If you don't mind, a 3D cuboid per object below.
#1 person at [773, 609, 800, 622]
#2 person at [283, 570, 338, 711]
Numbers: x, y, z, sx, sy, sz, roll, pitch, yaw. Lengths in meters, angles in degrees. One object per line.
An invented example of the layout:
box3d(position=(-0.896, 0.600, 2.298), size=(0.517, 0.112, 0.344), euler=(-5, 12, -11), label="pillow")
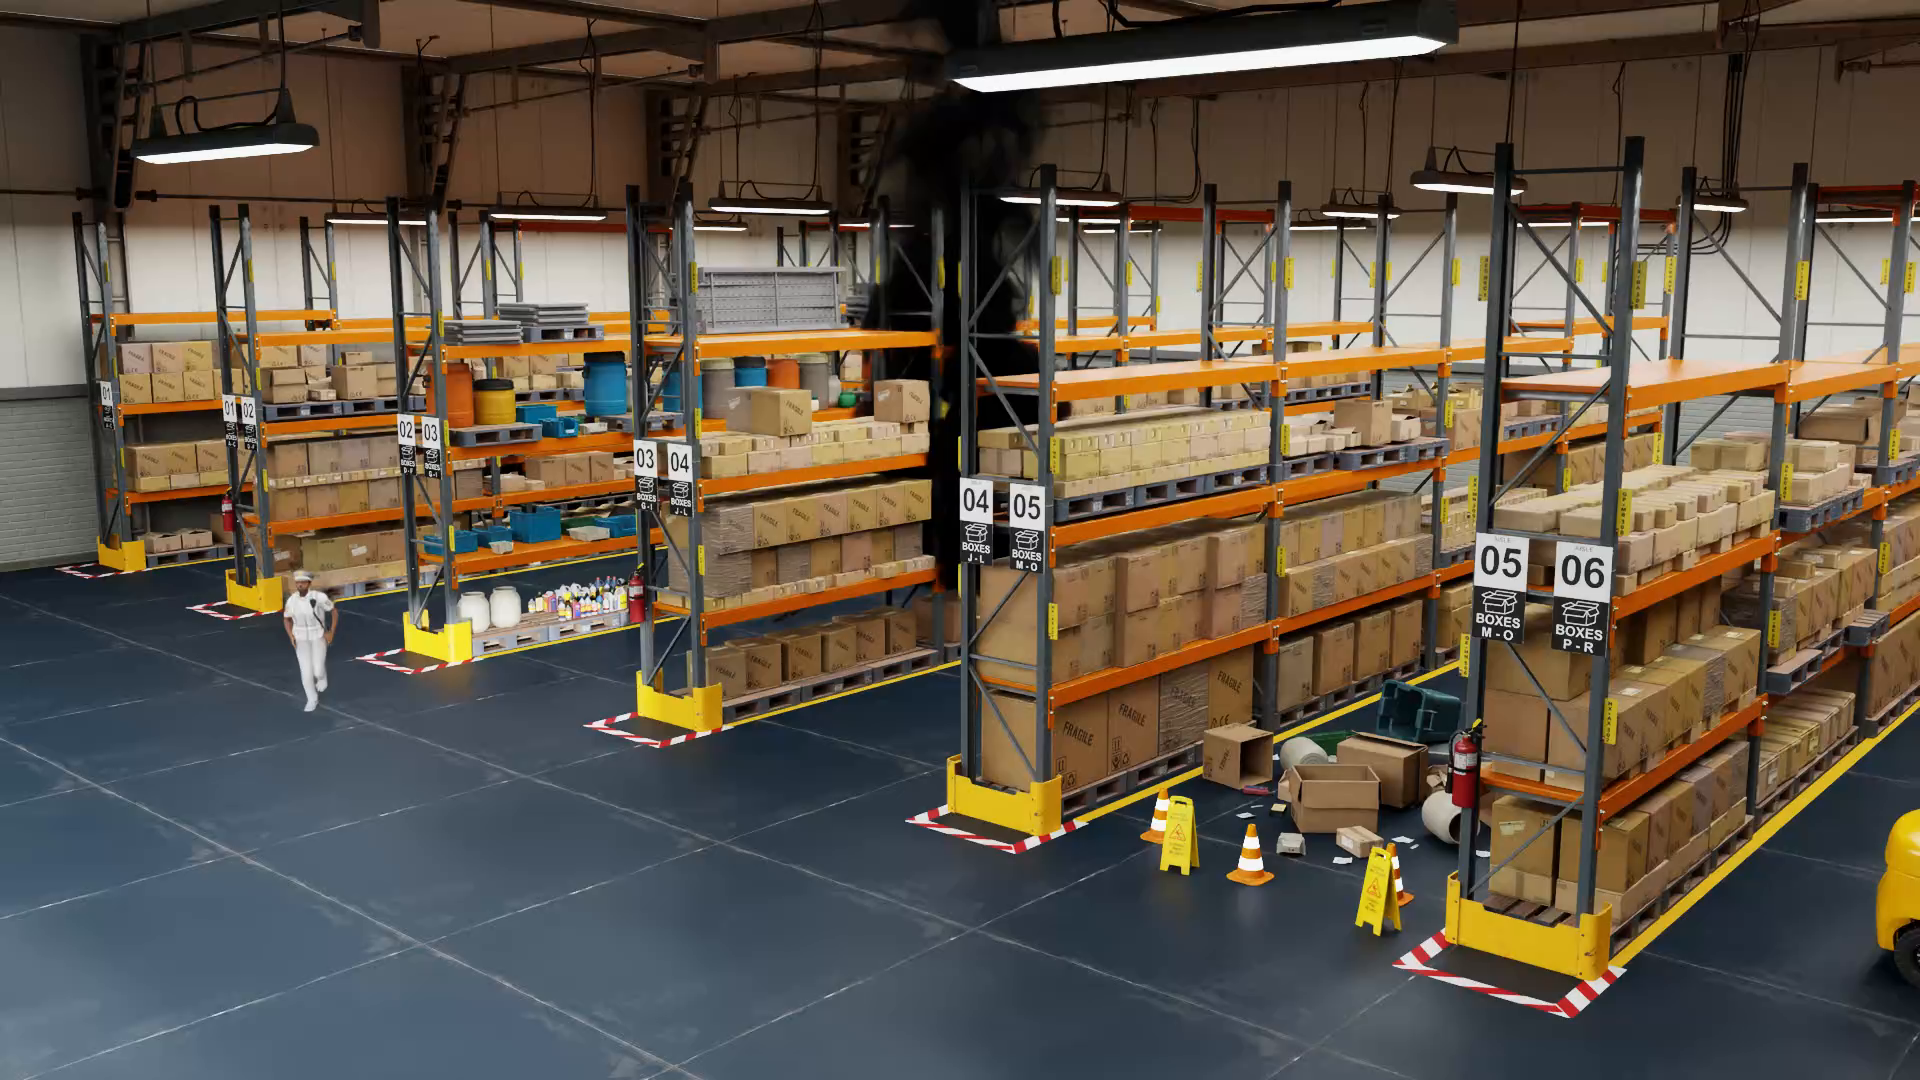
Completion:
box3d(position=(-2.396, 0.214, 22.940), size=(0.657, 1.766, 0.882), euler=(5, 11, 27), label="person")
box3d(position=(-7.579, 1.149, 19.438), size=(0.591, 1.672, 0.628), euler=(-2, 10, -9), label="person")
